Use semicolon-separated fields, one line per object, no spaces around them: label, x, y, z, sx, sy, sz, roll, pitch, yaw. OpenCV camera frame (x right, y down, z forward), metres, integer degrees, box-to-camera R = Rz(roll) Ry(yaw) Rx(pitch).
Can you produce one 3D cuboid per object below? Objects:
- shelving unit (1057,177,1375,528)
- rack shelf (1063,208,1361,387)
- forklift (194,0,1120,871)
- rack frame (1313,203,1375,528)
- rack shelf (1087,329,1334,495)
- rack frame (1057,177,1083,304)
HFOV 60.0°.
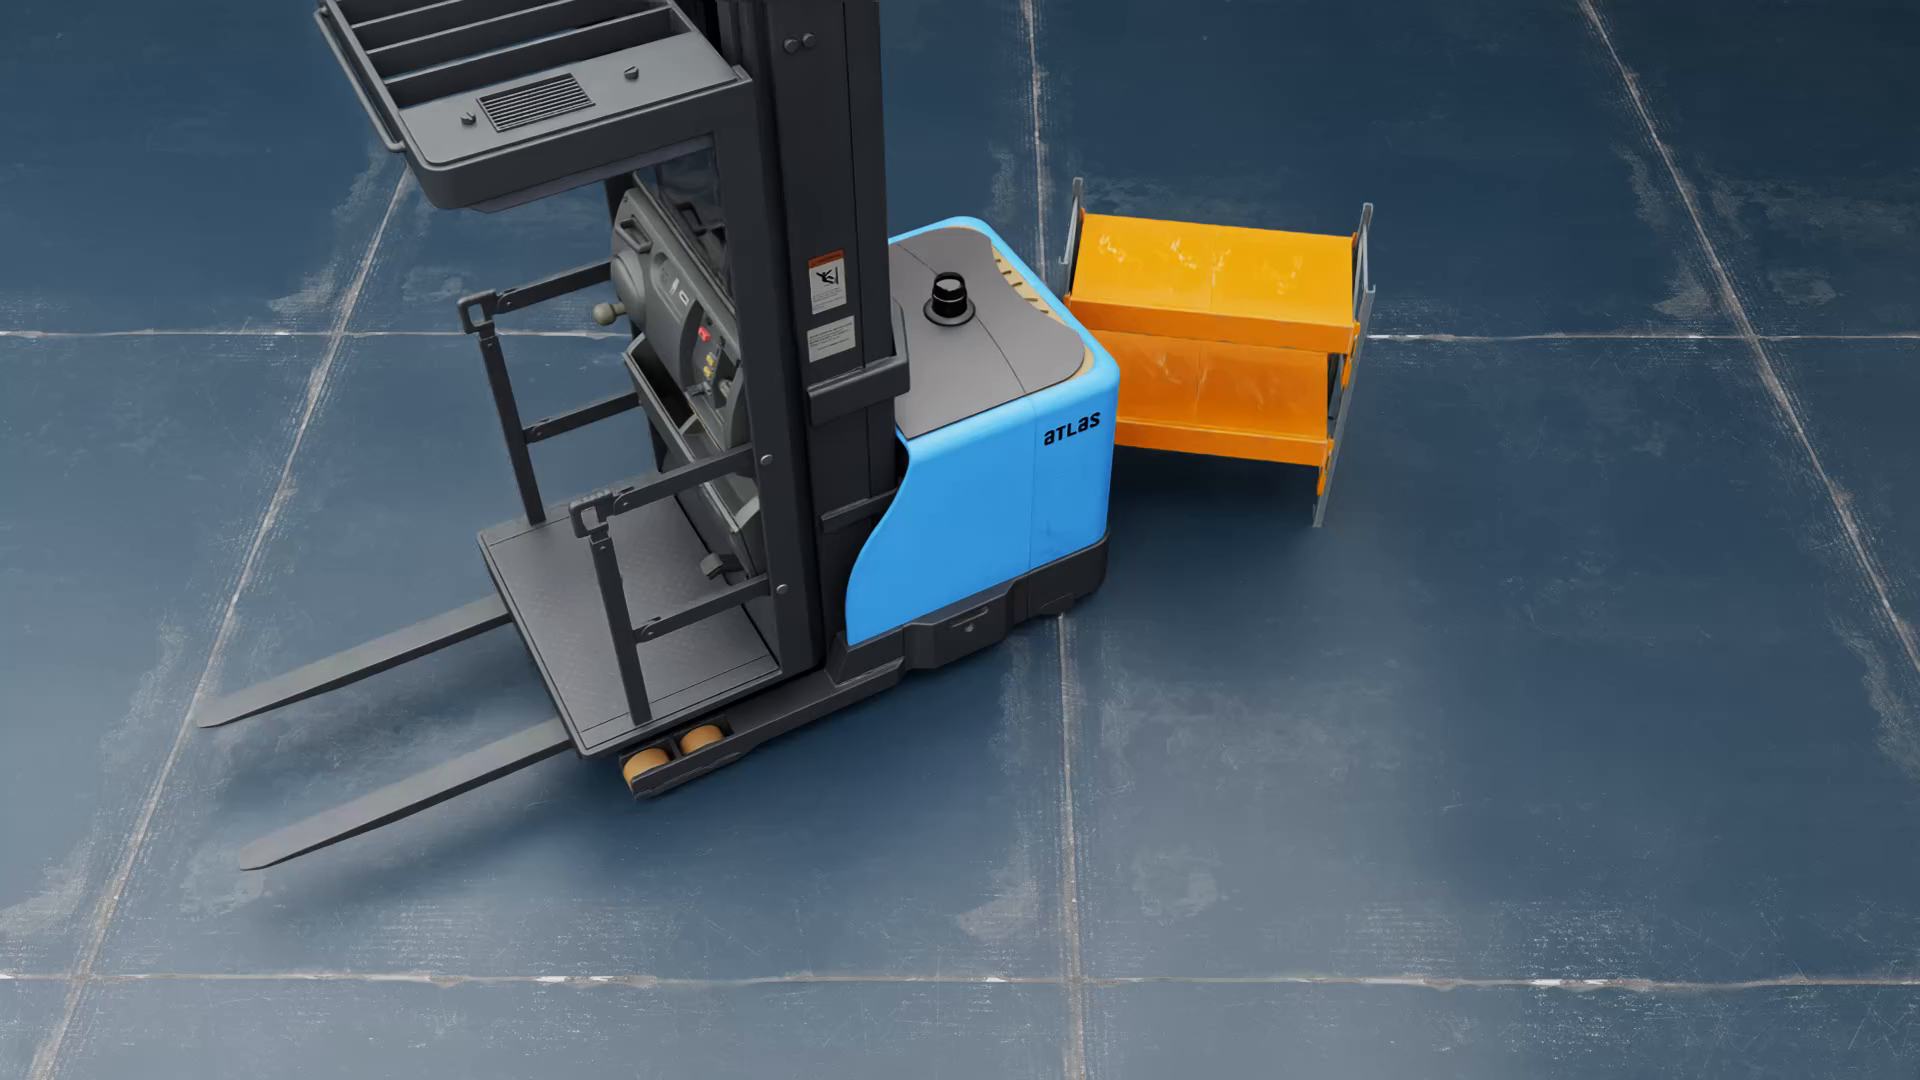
shelving unit;0.886;-0.668;6.103;1.048;1.125;0.538;6;47;6
rack shelf;0.886;-0.867;5.889;1.000;0.278;0.538;6;47;6
forklift;-1.010;-0.600;4.806;3.031;2.935;1.130;-22;51;-19
rack frame;1.389;-0.612;6.051;0.032;1.125;0.500;6;47;6
rack shelf;0.886;-0.501;6.282;1.000;0.278;0.538;6;47;6
rack frame;0.384;-0.724;6.155;0.032;1.125;0.500;6;47;6
